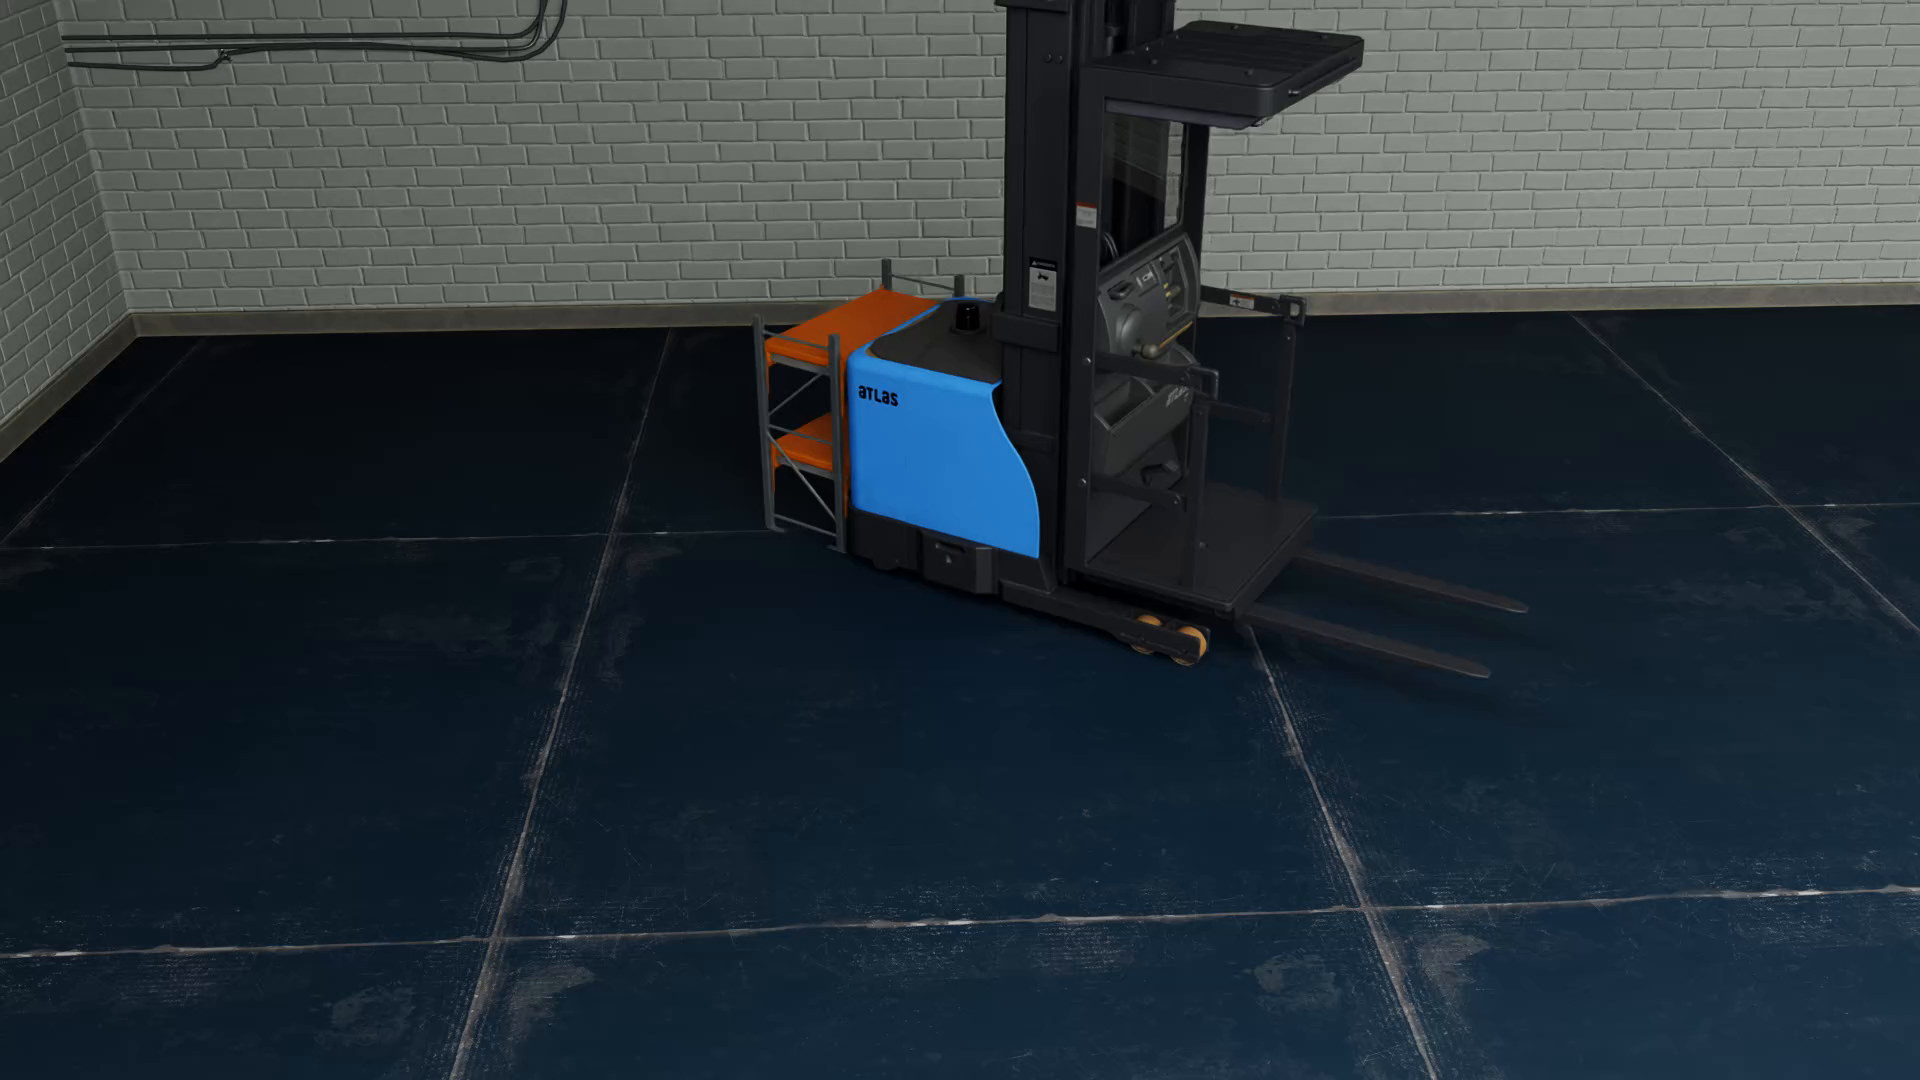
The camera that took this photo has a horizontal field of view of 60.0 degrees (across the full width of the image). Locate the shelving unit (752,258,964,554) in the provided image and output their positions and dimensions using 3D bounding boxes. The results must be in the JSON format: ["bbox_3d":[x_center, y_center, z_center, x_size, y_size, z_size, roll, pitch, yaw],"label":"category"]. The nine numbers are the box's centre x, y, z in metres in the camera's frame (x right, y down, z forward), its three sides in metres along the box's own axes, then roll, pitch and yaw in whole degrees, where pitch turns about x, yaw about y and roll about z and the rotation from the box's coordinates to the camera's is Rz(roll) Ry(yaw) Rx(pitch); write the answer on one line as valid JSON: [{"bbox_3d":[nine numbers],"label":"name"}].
[{"bbox_3d":[-0.479,-0.697,8.371,0.538,1.125,1.048,18,32,30],"label":"shelving unit"}]

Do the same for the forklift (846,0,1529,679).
[{"bbox_3d":[0.997,-1.037,7.068,3.031,2.935,1.130,15,31,27],"label":"forklift"}]

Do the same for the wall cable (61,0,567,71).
[{"bbox_3d":[-3.888,-3.954,9.458,3.097,2.526,0.112,-1,28,-3],"label":"wall cable"}]

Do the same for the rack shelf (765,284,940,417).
[{"bbox_3d":[-0.479,-0.957,8.235,0.538,0.278,1.000,18,32,30],"label":"rack shelf"}]

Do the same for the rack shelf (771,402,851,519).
[{"bbox_3d":[-0.479,-0.480,8.484,0.538,0.278,1.000,18,32,30],"label":"rack shelf"}]

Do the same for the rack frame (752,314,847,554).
[{"bbox_3d":[-0.766,-0.503,7.999,0.500,1.125,0.032,18,32,30],"label":"rack frame"}]

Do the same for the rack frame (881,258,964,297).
[{"bbox_3d":[-0.192,-0.891,8.743,0.500,1.125,0.032,18,32,30],"label":"rack frame"}]
